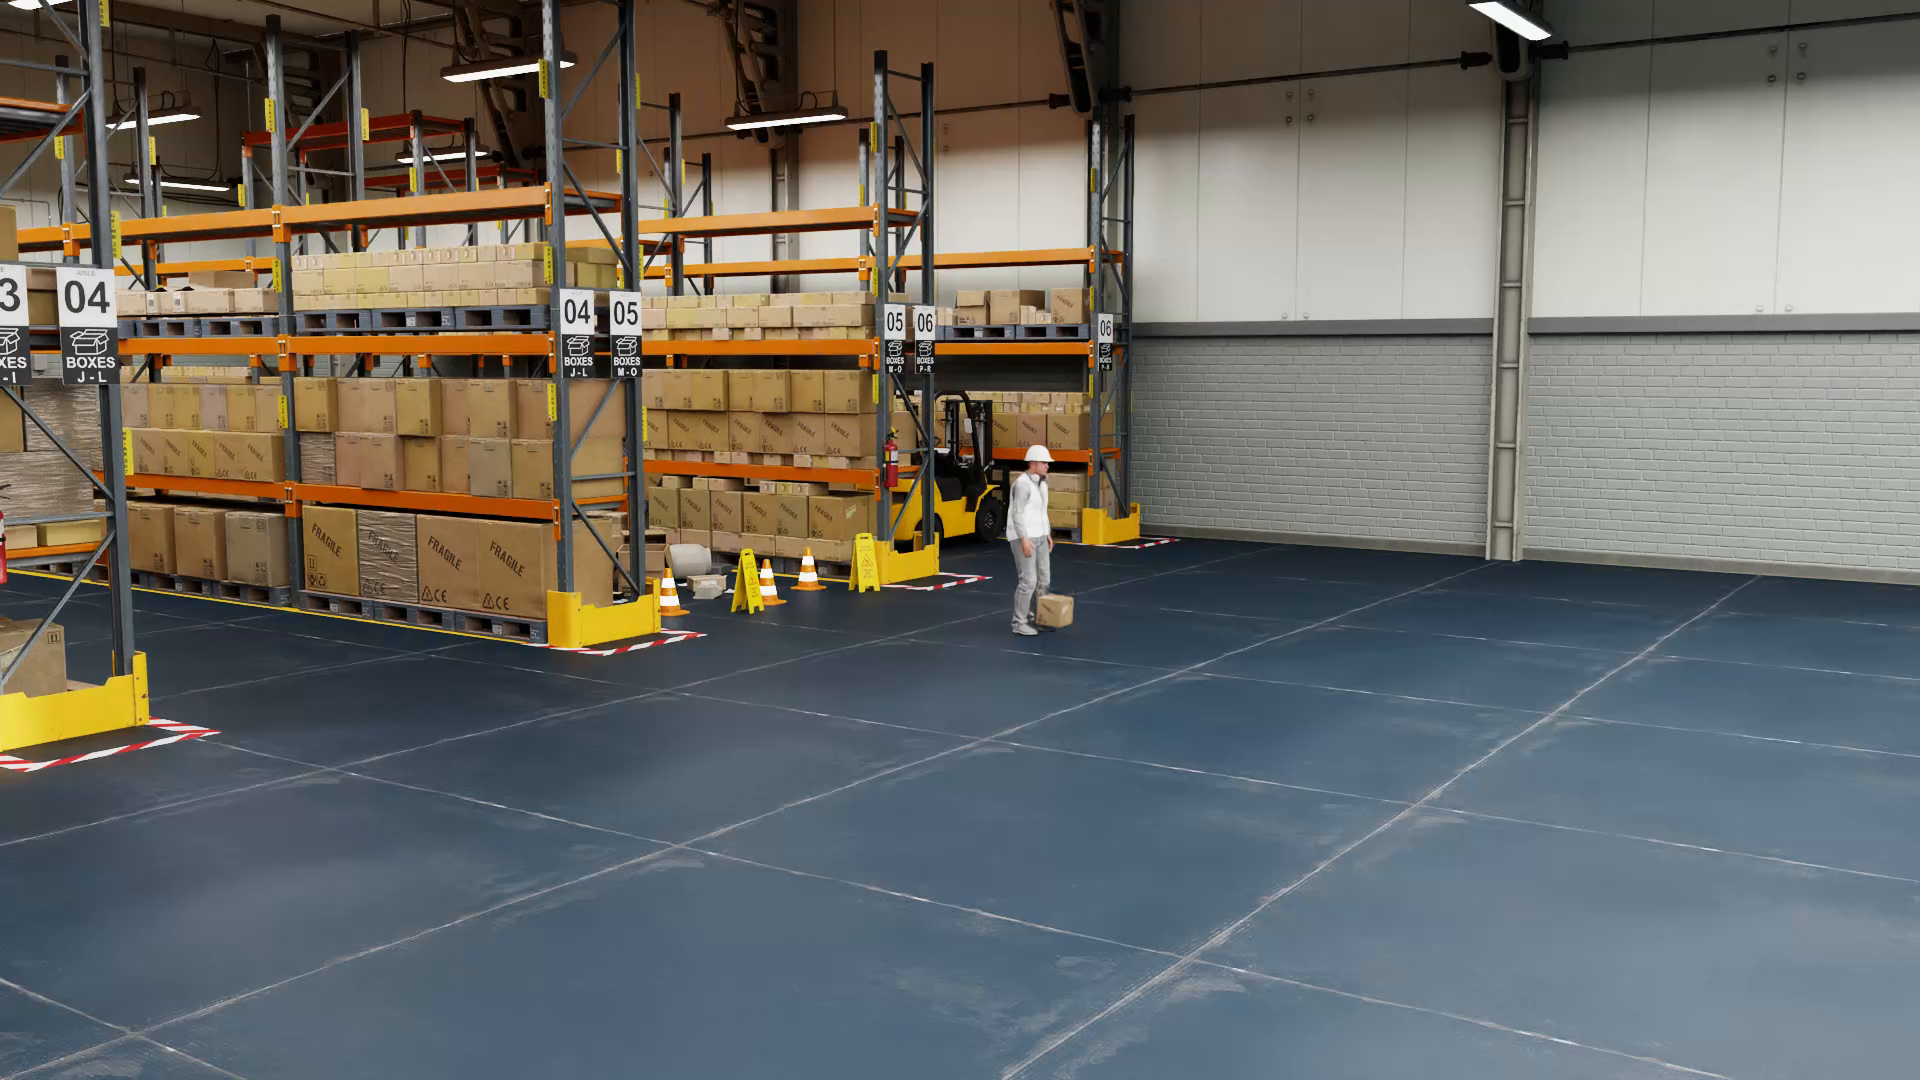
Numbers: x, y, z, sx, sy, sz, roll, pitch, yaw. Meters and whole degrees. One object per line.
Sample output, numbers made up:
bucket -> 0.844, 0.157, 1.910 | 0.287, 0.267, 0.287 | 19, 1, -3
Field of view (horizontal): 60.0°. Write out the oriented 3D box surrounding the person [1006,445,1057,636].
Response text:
person -> 0.679, -0.010, 15.736 | 0.450, 1.773, 0.568 | 4, 7, 32
